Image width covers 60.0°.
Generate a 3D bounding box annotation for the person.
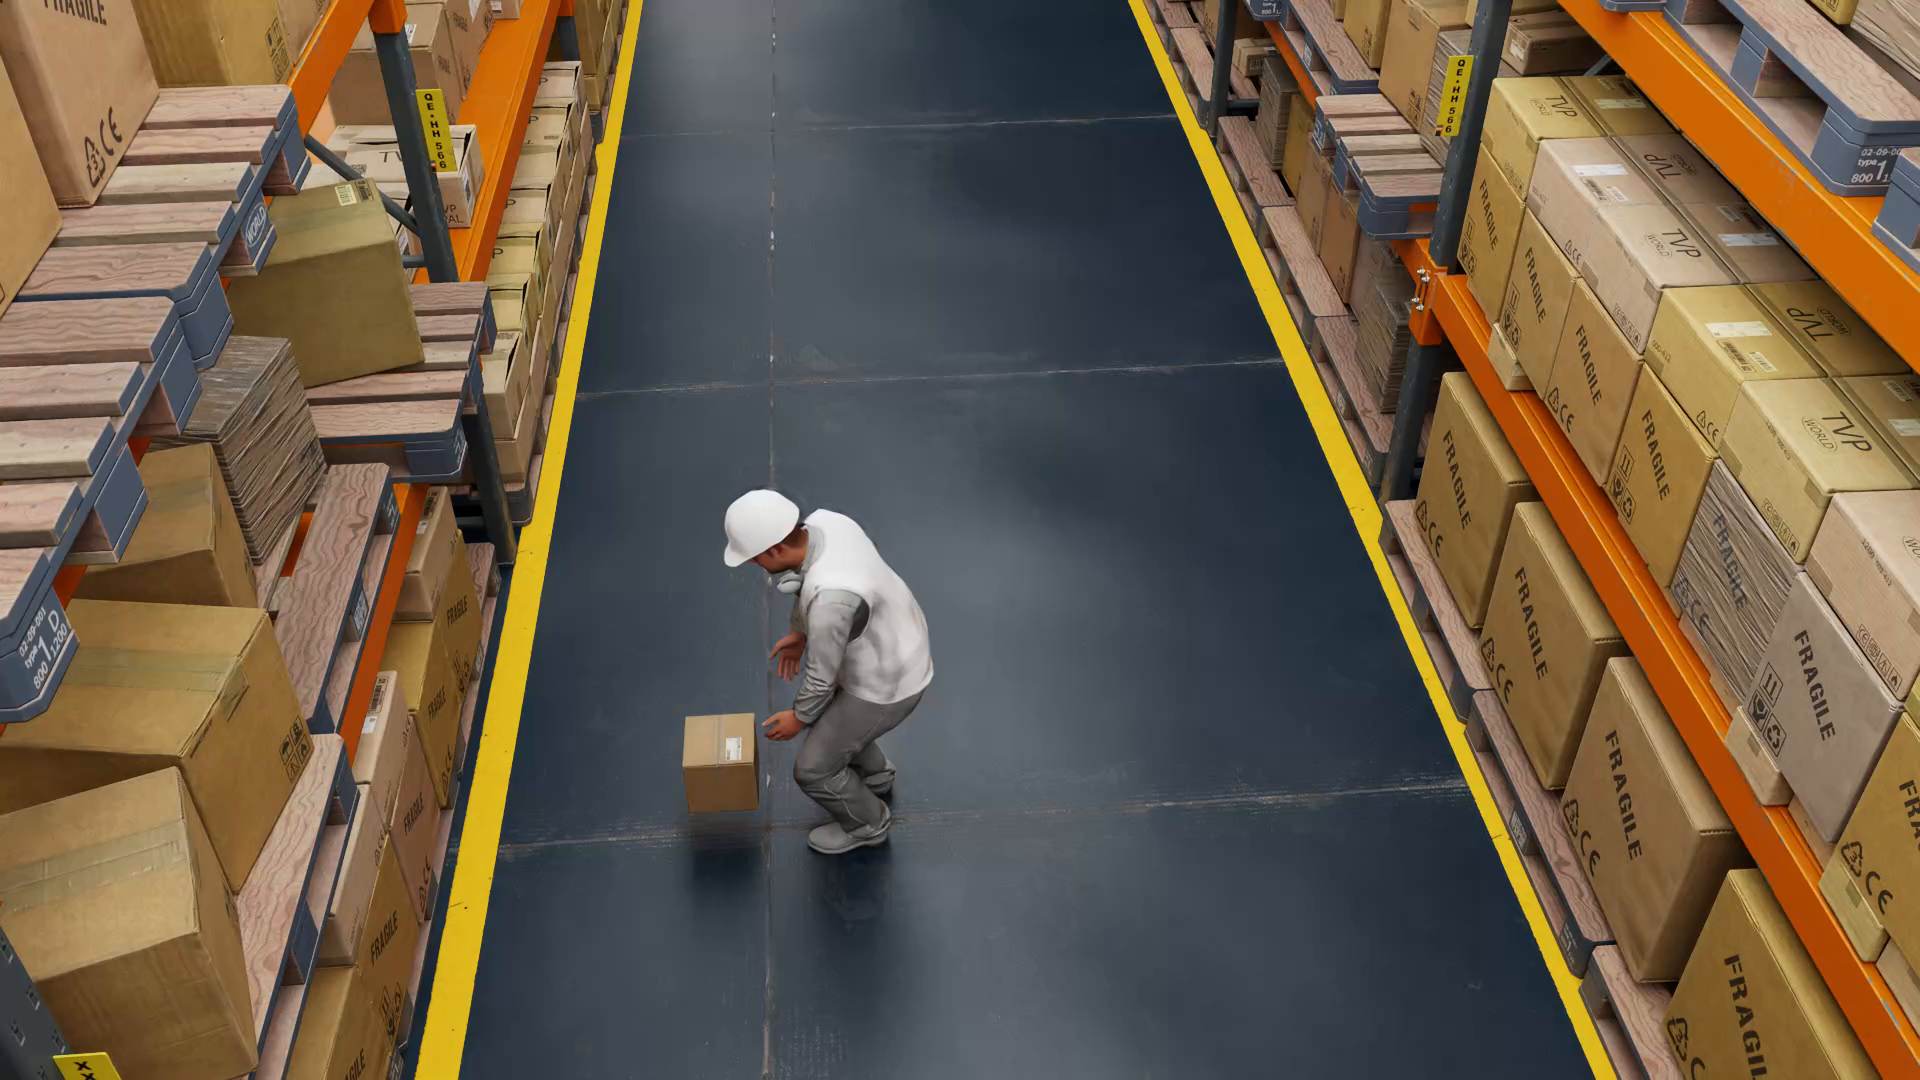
[{"bbox_3d":[-0.429,0.452,5.749,0.671,1.560,0.588,-3,39,-4],"label":"person"}]
